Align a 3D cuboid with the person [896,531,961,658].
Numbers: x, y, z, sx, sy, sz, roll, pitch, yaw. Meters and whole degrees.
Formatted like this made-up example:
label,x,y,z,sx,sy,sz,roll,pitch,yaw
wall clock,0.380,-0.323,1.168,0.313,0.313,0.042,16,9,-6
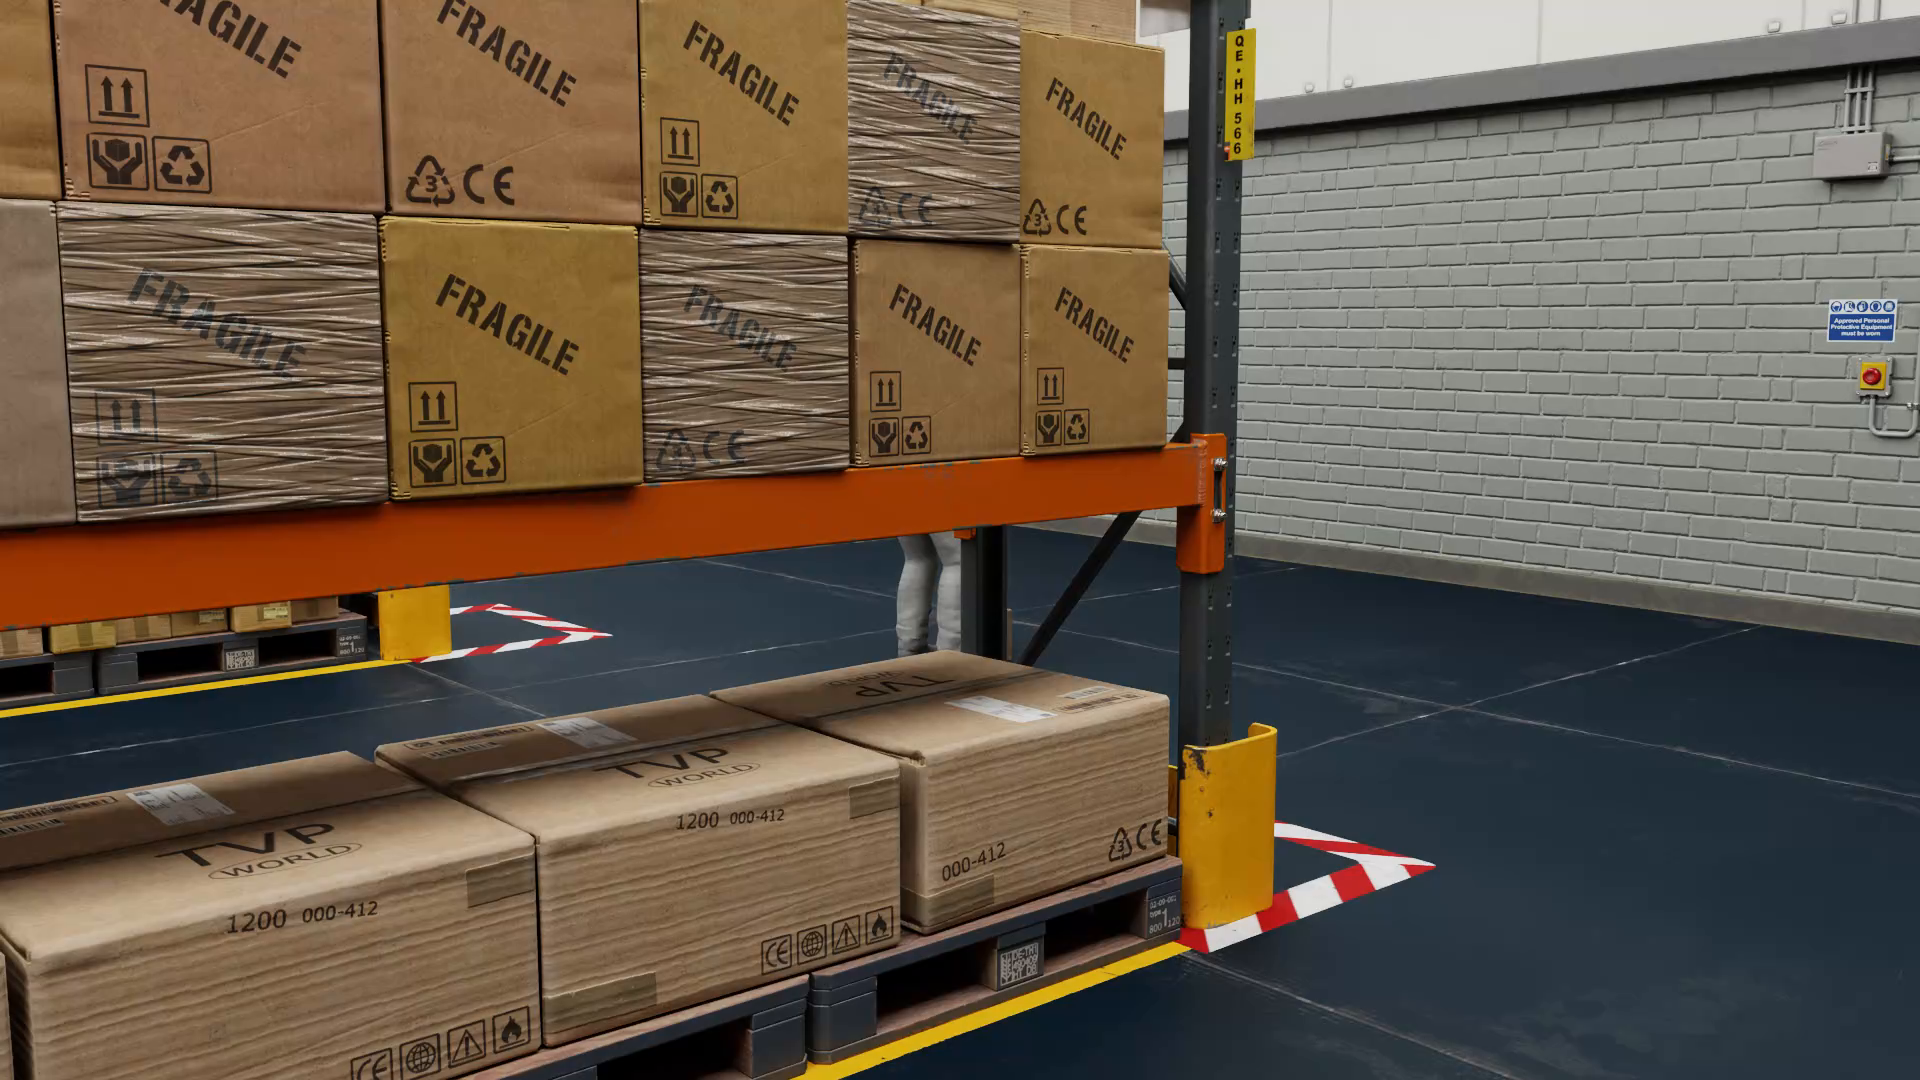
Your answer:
label,x,y,z,sx,sy,sz,roll,pitch,yaw
person,-0.131,-0.264,7.787,0.428,1.751,0.605,-7,10,-44
